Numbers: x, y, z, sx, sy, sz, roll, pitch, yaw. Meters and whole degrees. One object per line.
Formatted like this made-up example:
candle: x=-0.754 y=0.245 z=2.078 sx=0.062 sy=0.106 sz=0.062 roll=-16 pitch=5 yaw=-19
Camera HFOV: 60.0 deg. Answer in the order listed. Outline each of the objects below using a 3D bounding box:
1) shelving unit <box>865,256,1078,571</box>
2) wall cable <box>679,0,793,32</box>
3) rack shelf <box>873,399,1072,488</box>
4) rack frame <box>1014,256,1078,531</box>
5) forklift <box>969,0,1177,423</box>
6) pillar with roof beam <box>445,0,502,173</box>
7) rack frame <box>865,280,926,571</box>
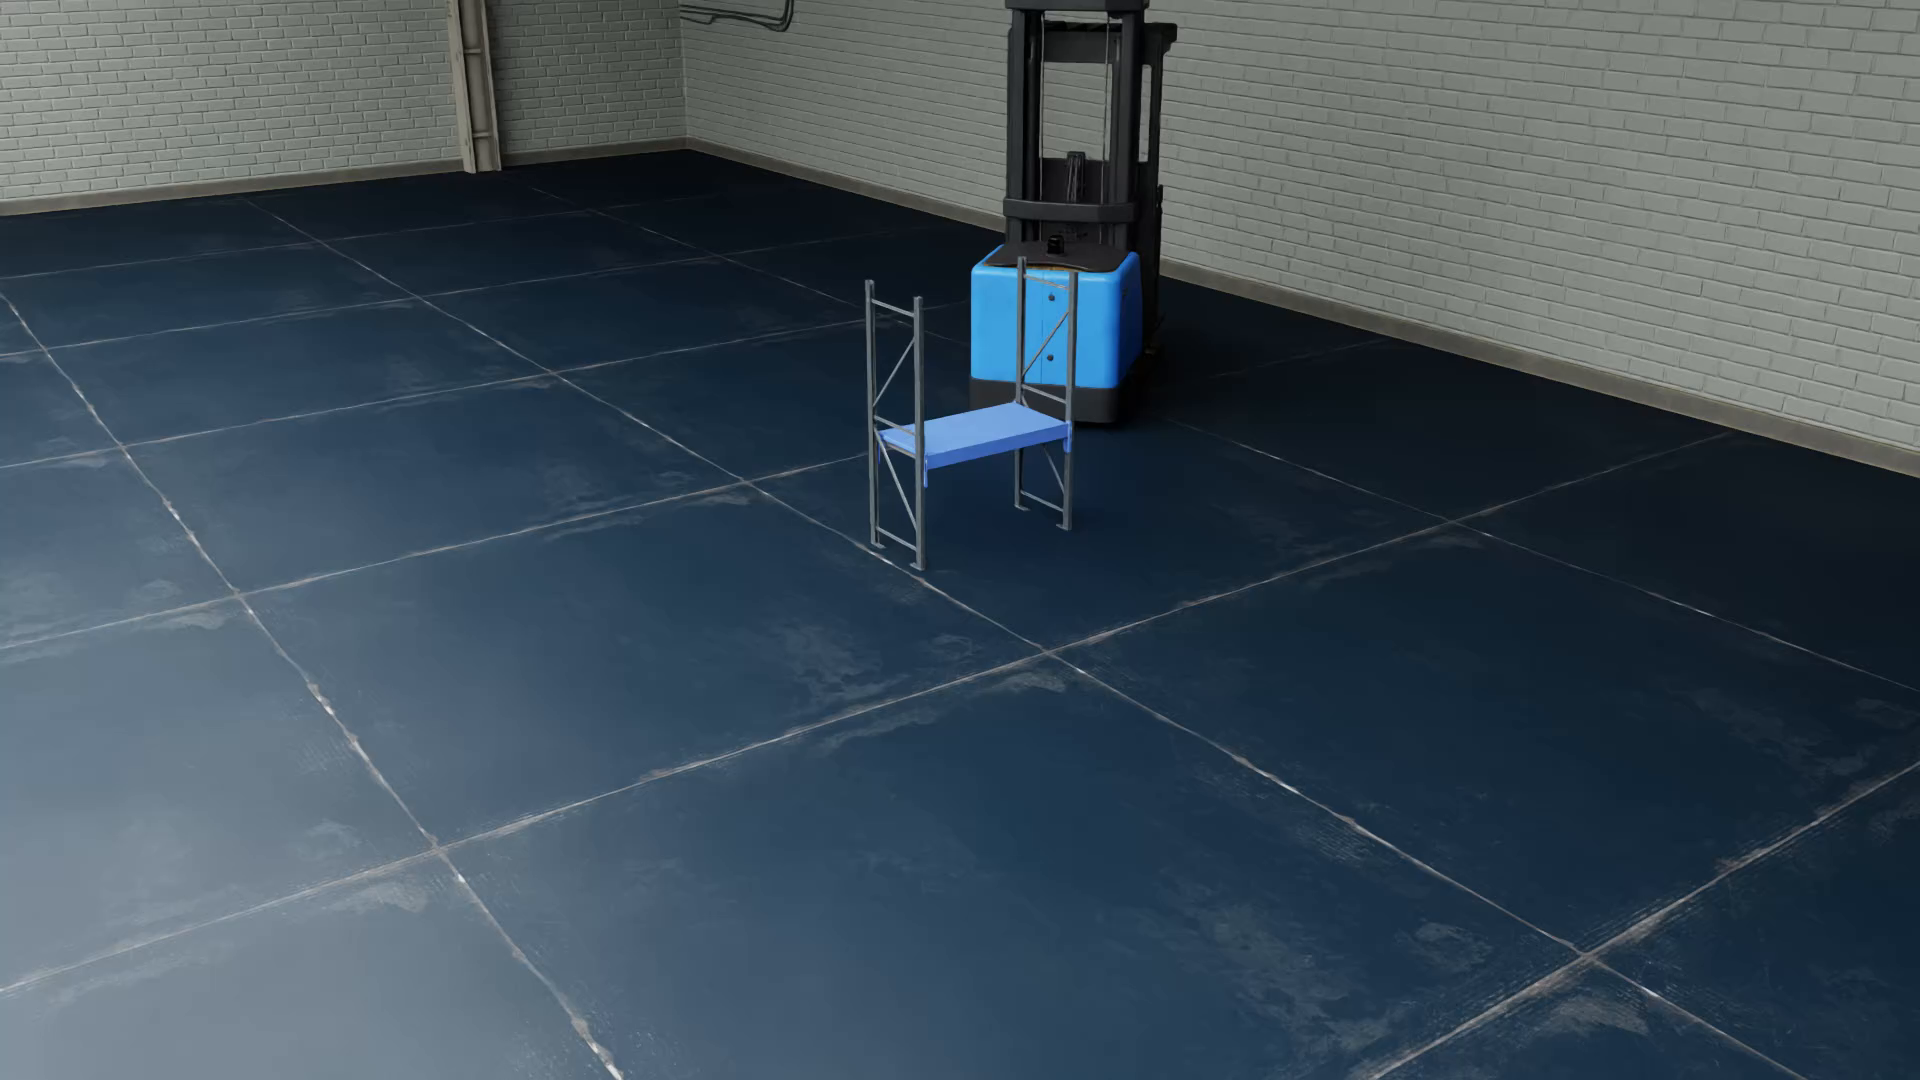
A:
shelving unit: x=0.069 y=-0.715 z=9.165 sx=1.048 sy=1.500 sz=0.538 roll=-15 pitch=26 yaw=-33
wall cable: x=-2.924 y=-7.692 z=20.721 sx=0.112 sy=2.526 sz=3.097 roll=-15 pitch=26 yaw=-33
rack shelf: x=0.069 y=-0.548 z=9.231 sx=1.000 sy=0.185 sz=0.538 roll=-15 pitch=26 yaw=-33
rack frame: x=0.482 y=-0.825 z=9.440 sx=0.032 sy=1.500 sz=0.500 roll=-15 pitch=26 yaw=-33
forklift: x=0.934 y=-2.662 z=12.112 sx=1.130 sy=2.935 sz=3.031 roll=6 pitch=22 yaw=14
pillar with roof beam: x=-3.574 y=-7.599 z=16.298 sx=0.400 sy=9.000 sz=9.100 roll=-15 pitch=26 yaw=-33
rack frame: x=-0.343 y=-0.605 z=8.889 sx=0.032 sy=1.500 sz=0.500 roll=-15 pitch=26 yaw=-33
